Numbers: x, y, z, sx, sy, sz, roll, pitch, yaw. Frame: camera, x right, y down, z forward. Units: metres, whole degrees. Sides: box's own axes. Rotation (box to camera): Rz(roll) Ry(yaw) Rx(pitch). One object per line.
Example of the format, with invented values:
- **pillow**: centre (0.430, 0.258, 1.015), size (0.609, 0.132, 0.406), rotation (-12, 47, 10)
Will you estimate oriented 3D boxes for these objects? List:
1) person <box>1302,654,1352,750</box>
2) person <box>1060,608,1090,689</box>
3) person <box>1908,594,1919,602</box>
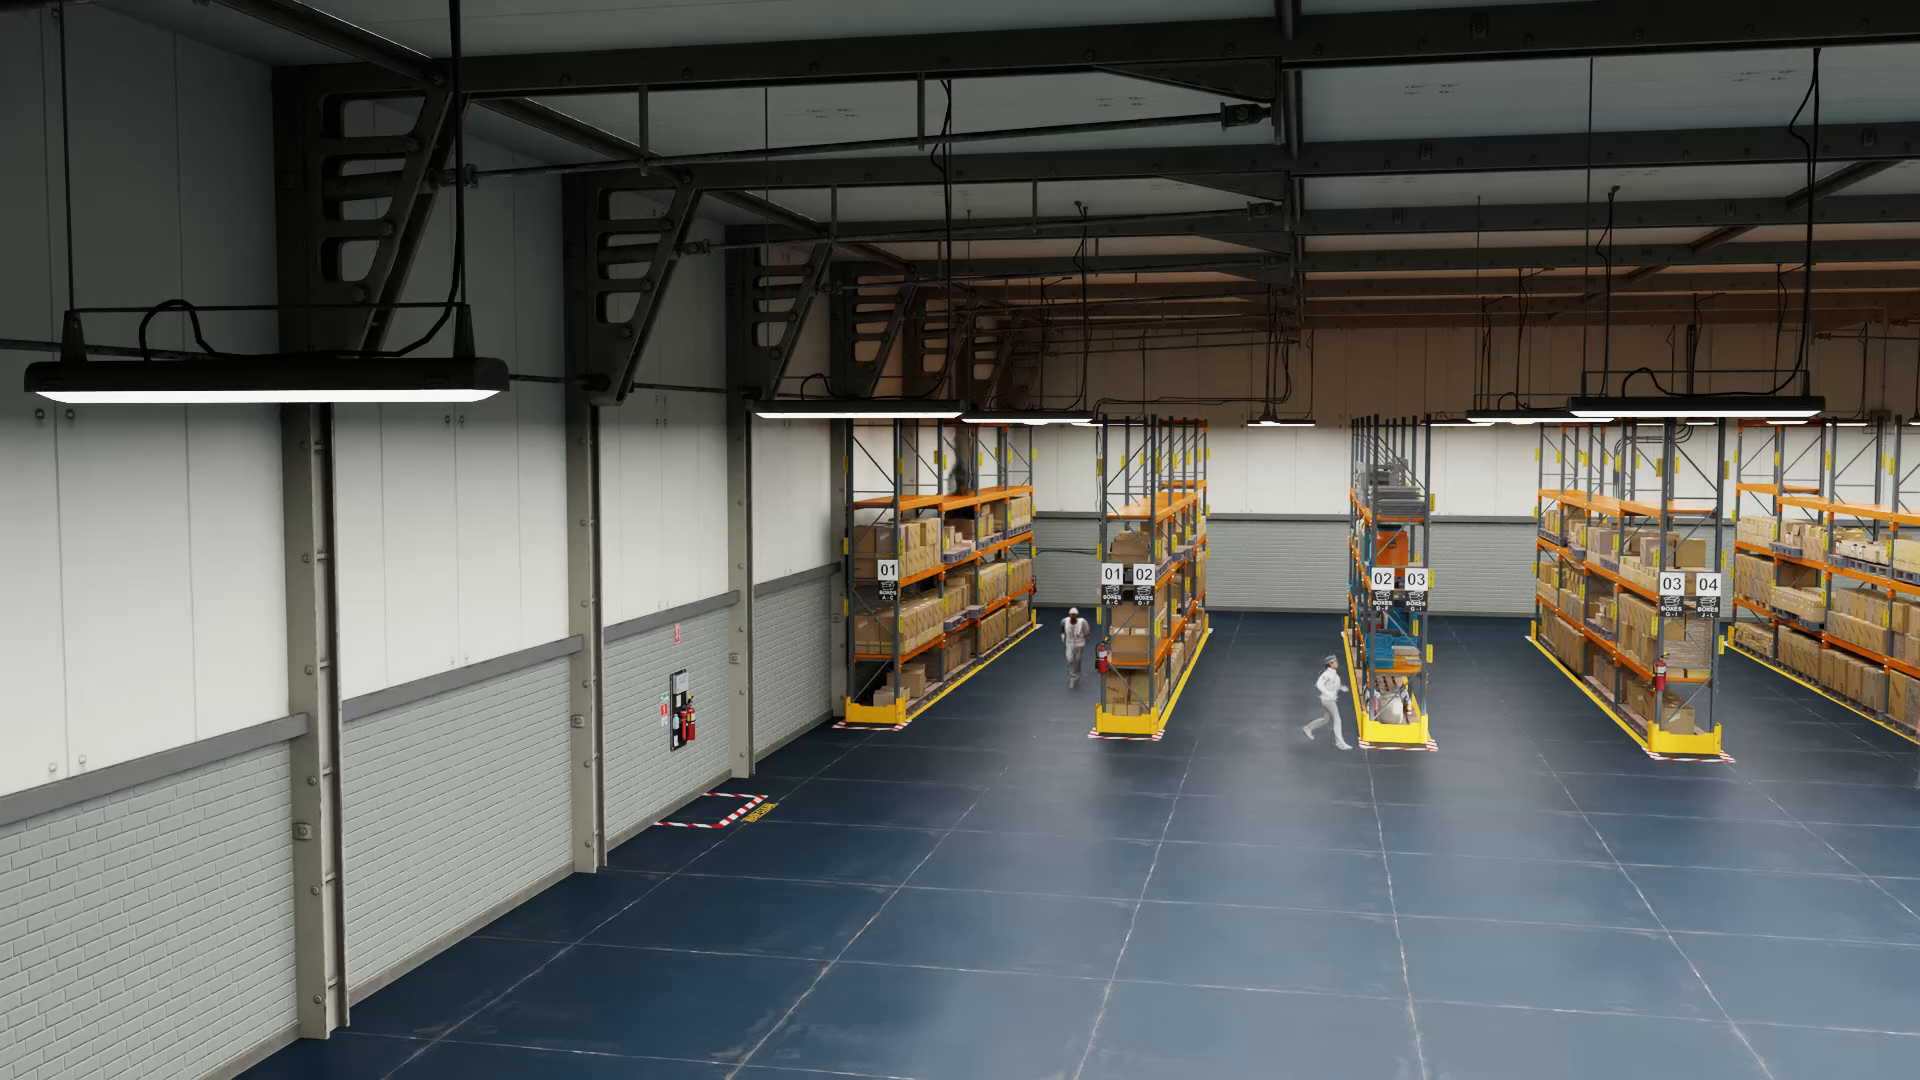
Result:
- **person**: centre (6.595, 2.892, 29.894), size (0.913, 1.709, 0.626), rotation (2, 4, 23)
- **person**: centre (2.573, 2.383, 37.101), size (0.679, 1.791, 1.047), rotation (0, 4, 6)
- **person**: centre (25.949, 1.859, 44.952), size (0.918, 1.764, 0.712), rotation (0, 4, -6)
